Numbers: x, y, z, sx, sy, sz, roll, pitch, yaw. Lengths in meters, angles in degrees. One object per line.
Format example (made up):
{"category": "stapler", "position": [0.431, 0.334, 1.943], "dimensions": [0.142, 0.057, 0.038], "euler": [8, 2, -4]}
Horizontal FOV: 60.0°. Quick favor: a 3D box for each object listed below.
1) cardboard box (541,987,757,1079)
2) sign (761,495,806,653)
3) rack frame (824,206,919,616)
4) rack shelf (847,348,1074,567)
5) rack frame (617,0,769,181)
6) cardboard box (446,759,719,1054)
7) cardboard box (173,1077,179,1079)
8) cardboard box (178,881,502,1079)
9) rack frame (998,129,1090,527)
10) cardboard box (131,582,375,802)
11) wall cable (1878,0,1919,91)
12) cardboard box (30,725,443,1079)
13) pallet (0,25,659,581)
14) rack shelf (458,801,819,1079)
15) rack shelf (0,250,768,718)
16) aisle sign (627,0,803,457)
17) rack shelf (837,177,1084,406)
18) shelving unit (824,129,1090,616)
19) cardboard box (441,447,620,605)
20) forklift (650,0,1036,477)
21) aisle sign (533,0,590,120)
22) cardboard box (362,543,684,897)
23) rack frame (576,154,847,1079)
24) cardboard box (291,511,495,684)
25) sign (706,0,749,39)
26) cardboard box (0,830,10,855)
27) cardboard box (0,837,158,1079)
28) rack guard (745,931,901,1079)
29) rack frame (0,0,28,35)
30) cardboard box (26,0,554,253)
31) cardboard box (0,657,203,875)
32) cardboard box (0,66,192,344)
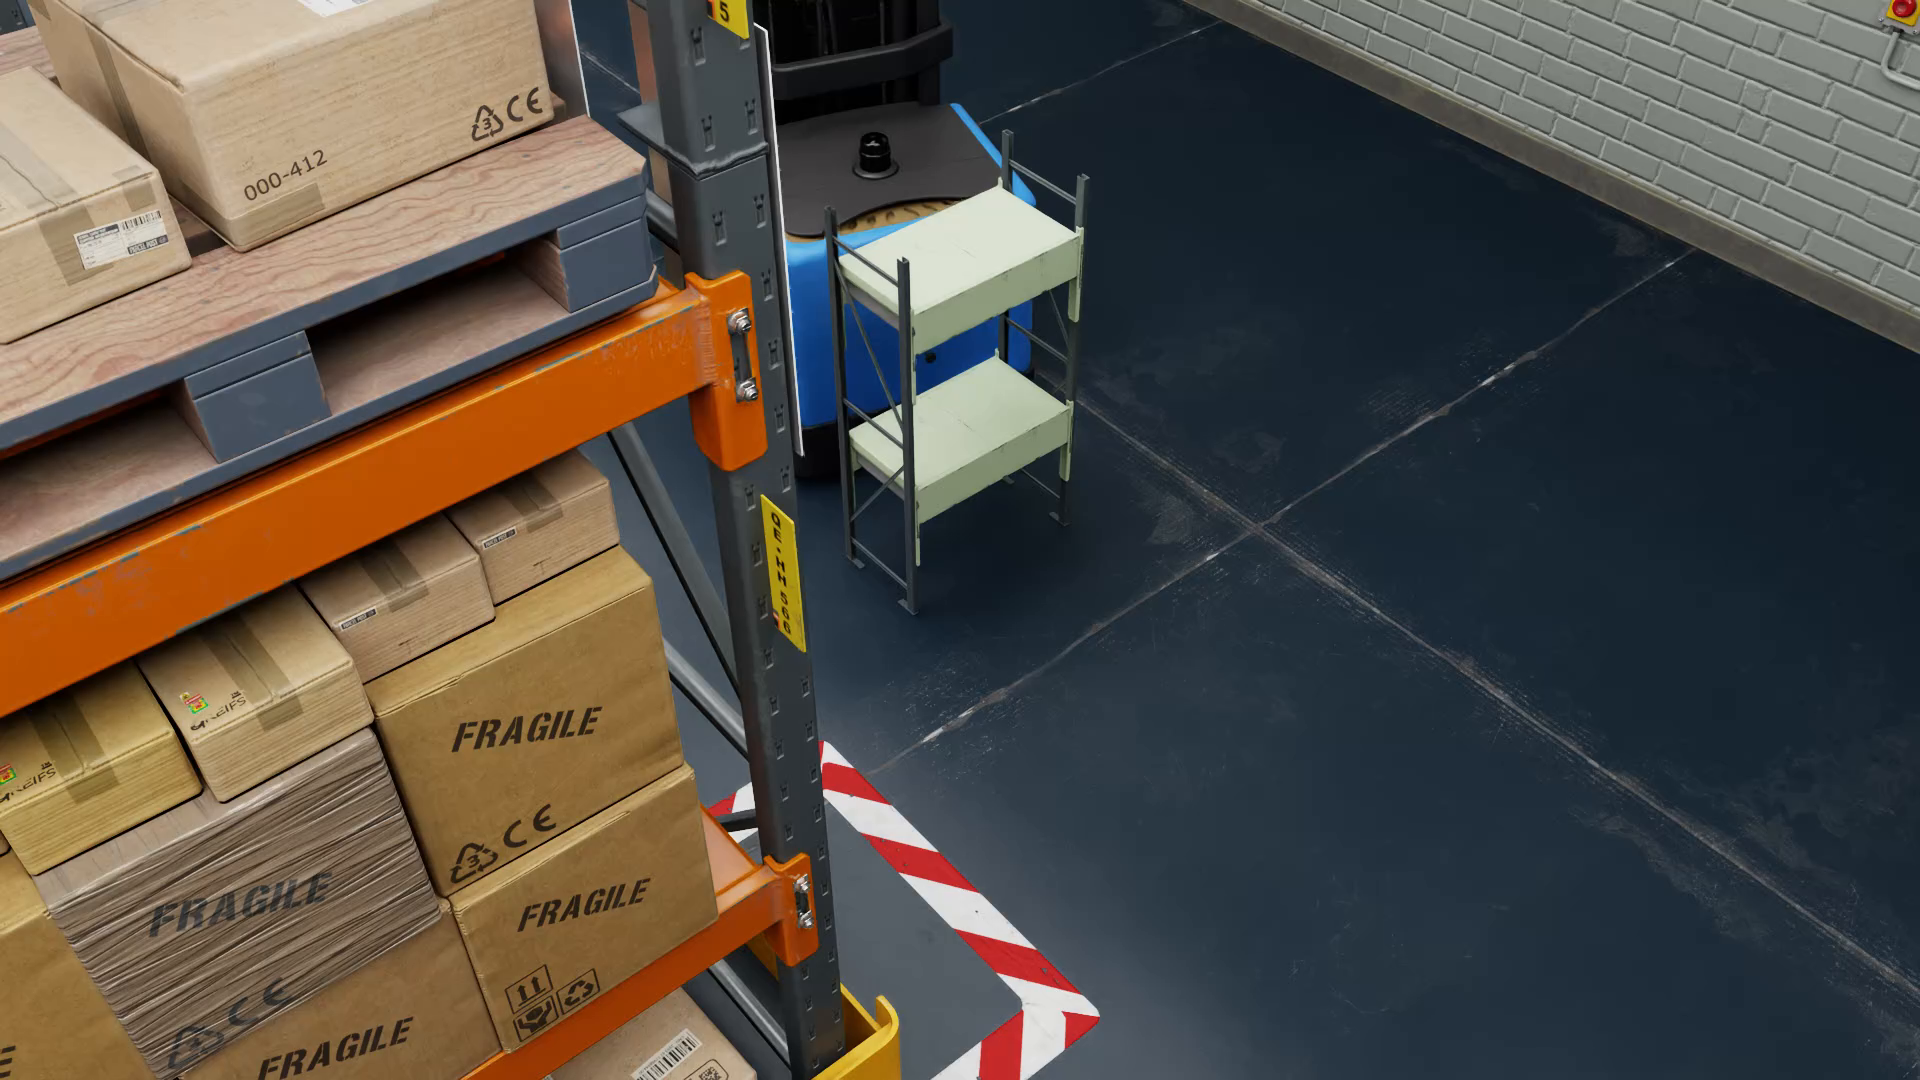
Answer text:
{"category": "cardboard box", "position": [-1.096, 1.404, 4.129], "dimensions": [0.875, 0.438, 0.875], "euler": [-32, 52, -29]}
{"category": "sign", "position": [-0.317, 0.063, 2.973], "dimensions": [0.005, 0.325, 0.100], "euler": [-30, 51, -28]}
{"category": "rack frame", "position": [-0.286, -0.383, 5.562], "dimensions": [0.023, 1.500, 0.400], "euler": [-30, 51, -28]}
{"category": "rack shelf", "position": [-0.005, -0.306, 5.957], "dimensions": [0.720, 0.370, 0.431], "euler": [-30, 51, -28]}
{"category": "rack frame", "position": [-0.654, -1.906, 1.707], "dimensions": [0.127, 3.000, 1.000], "euler": [-30, 51, -28]}
{"category": "cardboard box", "position": [-0.854, 0.595, 3.353], "dimensions": [0.500, 0.500, 0.500], "euler": [-30, 51, -28]}
{"category": "cardboard box", "position": [-1.637, 1.038, 2.880], "dimensions": [0.500, 0.500, 0.500], "euler": [-28, 50, -27]}
{"category": "cardboard box", "position": [-1.249, 0.807, 3.126], "dimensions": [0.500, 0.500, 0.500], "euler": [-31, 51, -29]}
{"category": "rack frame", "position": [0.276, -0.705, 5.905], "dimensions": [0.023, 1.500, 0.400], "euler": [-30, 51, -28]}
{"category": "cardboard box", "position": [-1.124, 0.188, 2.582], "dimensions": [0.250, 0.149, 0.380], "euler": [-30, 51, -28]}
{"category": "wall cable", "position": [3.656, -2.590, 6.052], "dimensions": [0.123, 1.953, 0.585], "euler": [-30, 51, -28]}
{"category": "cardboard box", "position": [-1.253, 0.461, 2.764], "dimensions": [0.500, 0.500, 0.500], "euler": [-30, 51, -28]}
{"category": "pallet", "position": [-1.216, -0.449, 2.411], "dimensions": [1.213, 0.211, 1.003], "euler": [-30, 51, -28]}
{"category": "rack shelf", "position": [-2.188, 1.421, 3.071], "dimensions": [4.000, 0.370, 1.077], "euler": [-30, 51, -28]}
{"category": "rack shelf", "position": [-2.188, 0.328, 2.044], "dimensions": [4.000, 0.370, 1.077], "euler": [-30, 51, -28]}
{"category": "aisle sign", "position": [-0.400, -0.536, 2.731], "dimensions": [0.004, 0.787, 0.394], "euler": [-30, 51, -28]}
{"category": "rack shelf", "position": [-0.005, -0.828, 5.466], "dimensions": [0.720, 0.370, 0.431], "euler": [-30, 51, -28]}
{"category": "shelving unit", "position": [-0.005, -0.544, 5.733], "dimensions": [0.755, 1.500, 0.431], "euler": [-30, 51, -28]}
{"category": "cardboard box", "position": [-0.801, -0.094, 2.882], "dimensions": [0.250, 0.149, 0.380], "euler": [-29, 50, -27]}
{"category": "forklift", "position": [-0.725, -2.331, 6.591], "dimensions": [1.130, 2.935, 3.031], "euler": [-15, 45, -16]}
{"category": "aisle sign", "position": [-0.785, -0.851, 3.066], "dimensions": [0.004, 0.787, 0.394], "euler": [-30, 51, -28]}
{"category": "cardboard box", "position": [-0.871, 0.216, 3.025], "dimensions": [0.500, 0.500, 0.500], "euler": [-28, 50, -27]}
{"category": "rack frame", "position": [-0.654, 0.280, 3.760], "dimensions": [0.127, 3.000, 1.000], "euler": [-30, 51, -28]}
{"category": "cardboard box", "position": [-0.980, 0.030, 2.750], "dimensions": [0.250, 0.149, 0.380], "euler": [-29, 50, -27]}
{"category": "sign", "position": [-0.317, -0.816, 2.148], "dimensions": [0.005, 0.325, 0.100], "euler": [-30, 51, -28]}
{"category": "cardboard box", "position": [-1.590, 0.354, 2.405], "dimensions": [0.250, 0.149, 0.380], "euler": [-30, 51, -28]}
{"category": "cardboard box", "position": [-1.635, 0.677, 2.535], "dimensions": [0.500, 0.500, 0.500], "euler": [-30, 51, -28]}
{"category": "rack guard", "position": [-0.636, 1.181, 4.627], "dimensions": [0.348, 0.500, 1.175], "euler": [-30, 51, -28]}
{"category": "rack frame", "position": [-3.908, -2.275, 6.481], "dimensions": [0.127, 3.000, 1.000], "euler": [-30, 51, -28]}
{"category": "cardboard box", "position": [-0.942, -0.703, 2.346], "dimensions": [0.500, 0.250, 0.500], "euler": [34, 53, 31]}
{"category": "cardboard box", "position": [-1.344, 0.277, 2.487], "dimensions": [0.250, 0.149, 0.380], "euler": [-29, 50, -27]}
{"category": "cardboard box", "position": [-1.212, -0.440, 2.140], "dimensions": [0.250, 0.149, 0.380], "euler": [-34, 53, -31]}
